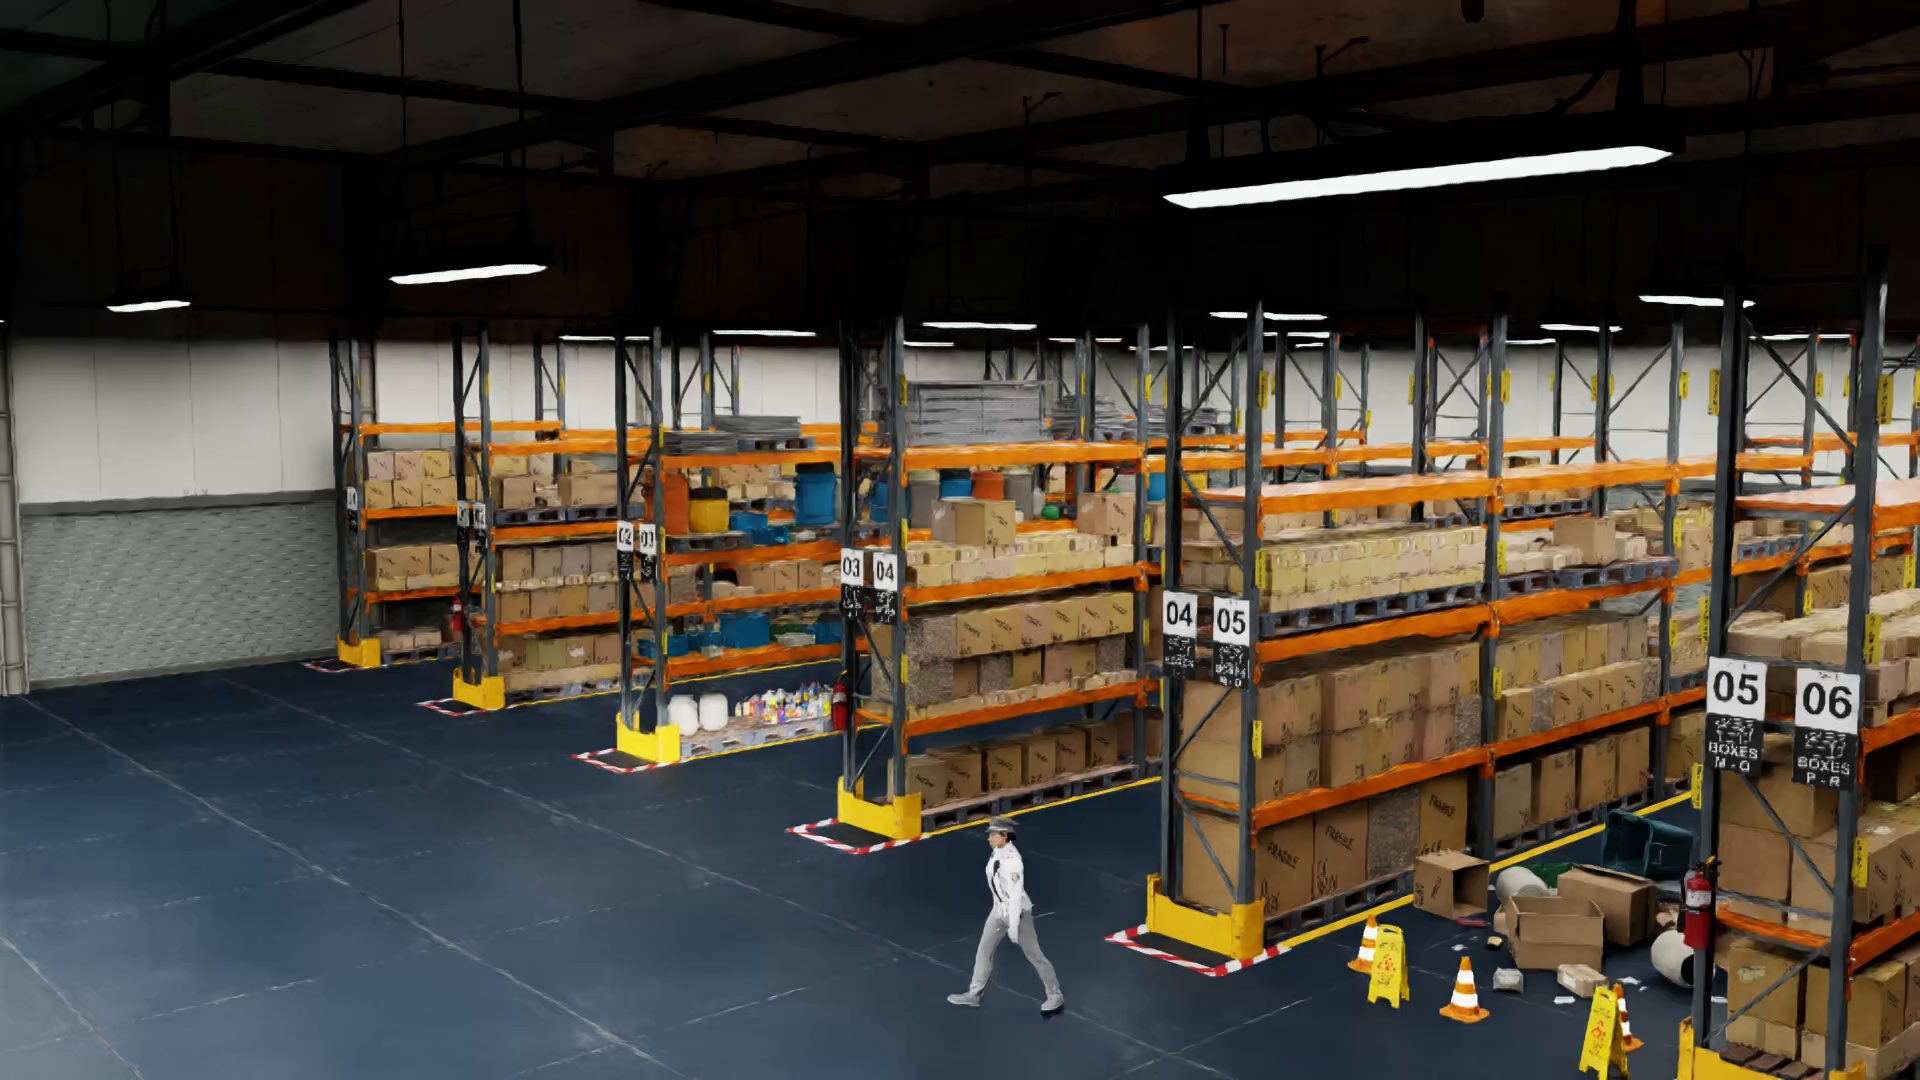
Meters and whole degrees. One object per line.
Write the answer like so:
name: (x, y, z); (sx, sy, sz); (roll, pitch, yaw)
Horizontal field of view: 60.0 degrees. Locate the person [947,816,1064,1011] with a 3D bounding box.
person: (0.382, 3.023, 13.497); (0.913, 1.623, 0.524); (-2, 6, -18)
